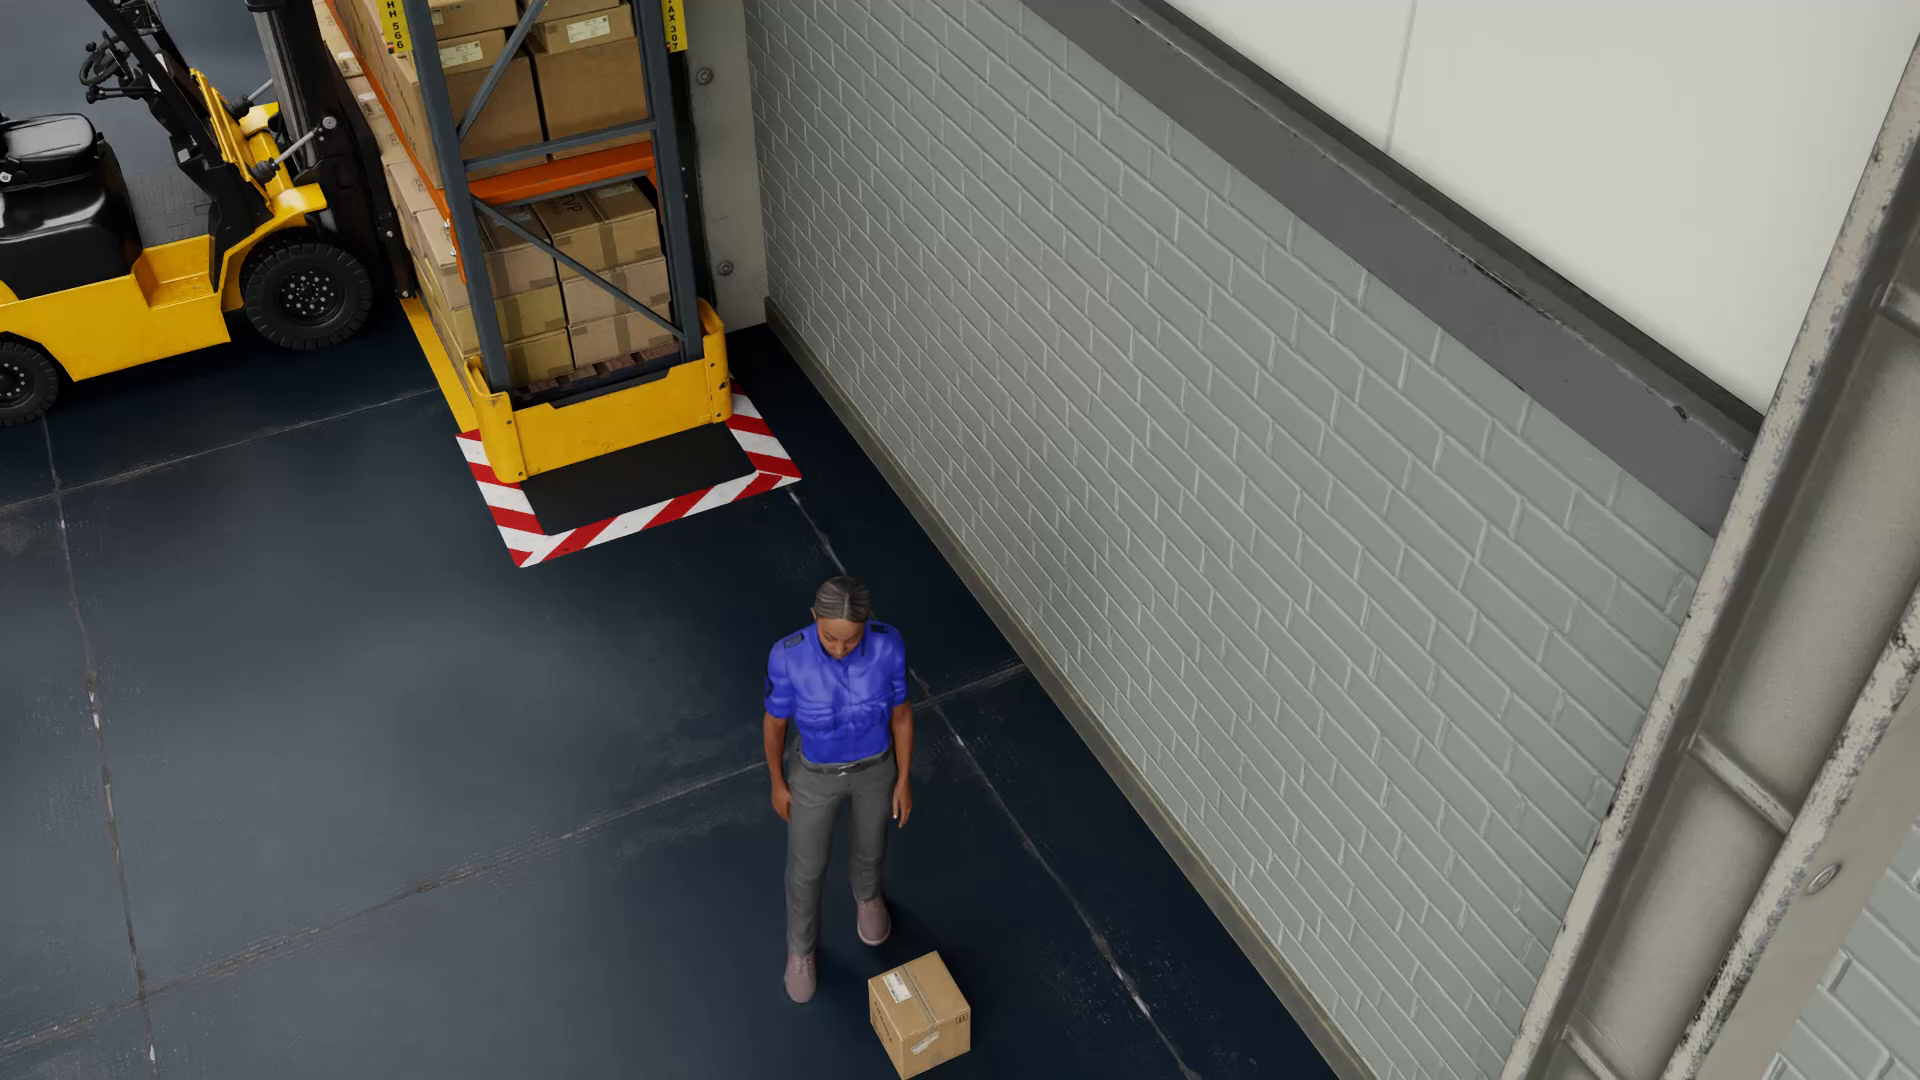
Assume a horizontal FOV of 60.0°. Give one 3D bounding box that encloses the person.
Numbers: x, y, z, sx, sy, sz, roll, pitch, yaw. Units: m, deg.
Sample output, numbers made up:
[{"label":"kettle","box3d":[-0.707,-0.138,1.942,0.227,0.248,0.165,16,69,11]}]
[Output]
[{"label":"person","box3d":[-0.388,0.789,5.291,0.510,1.712,0.445,-10,42,-11]}]
